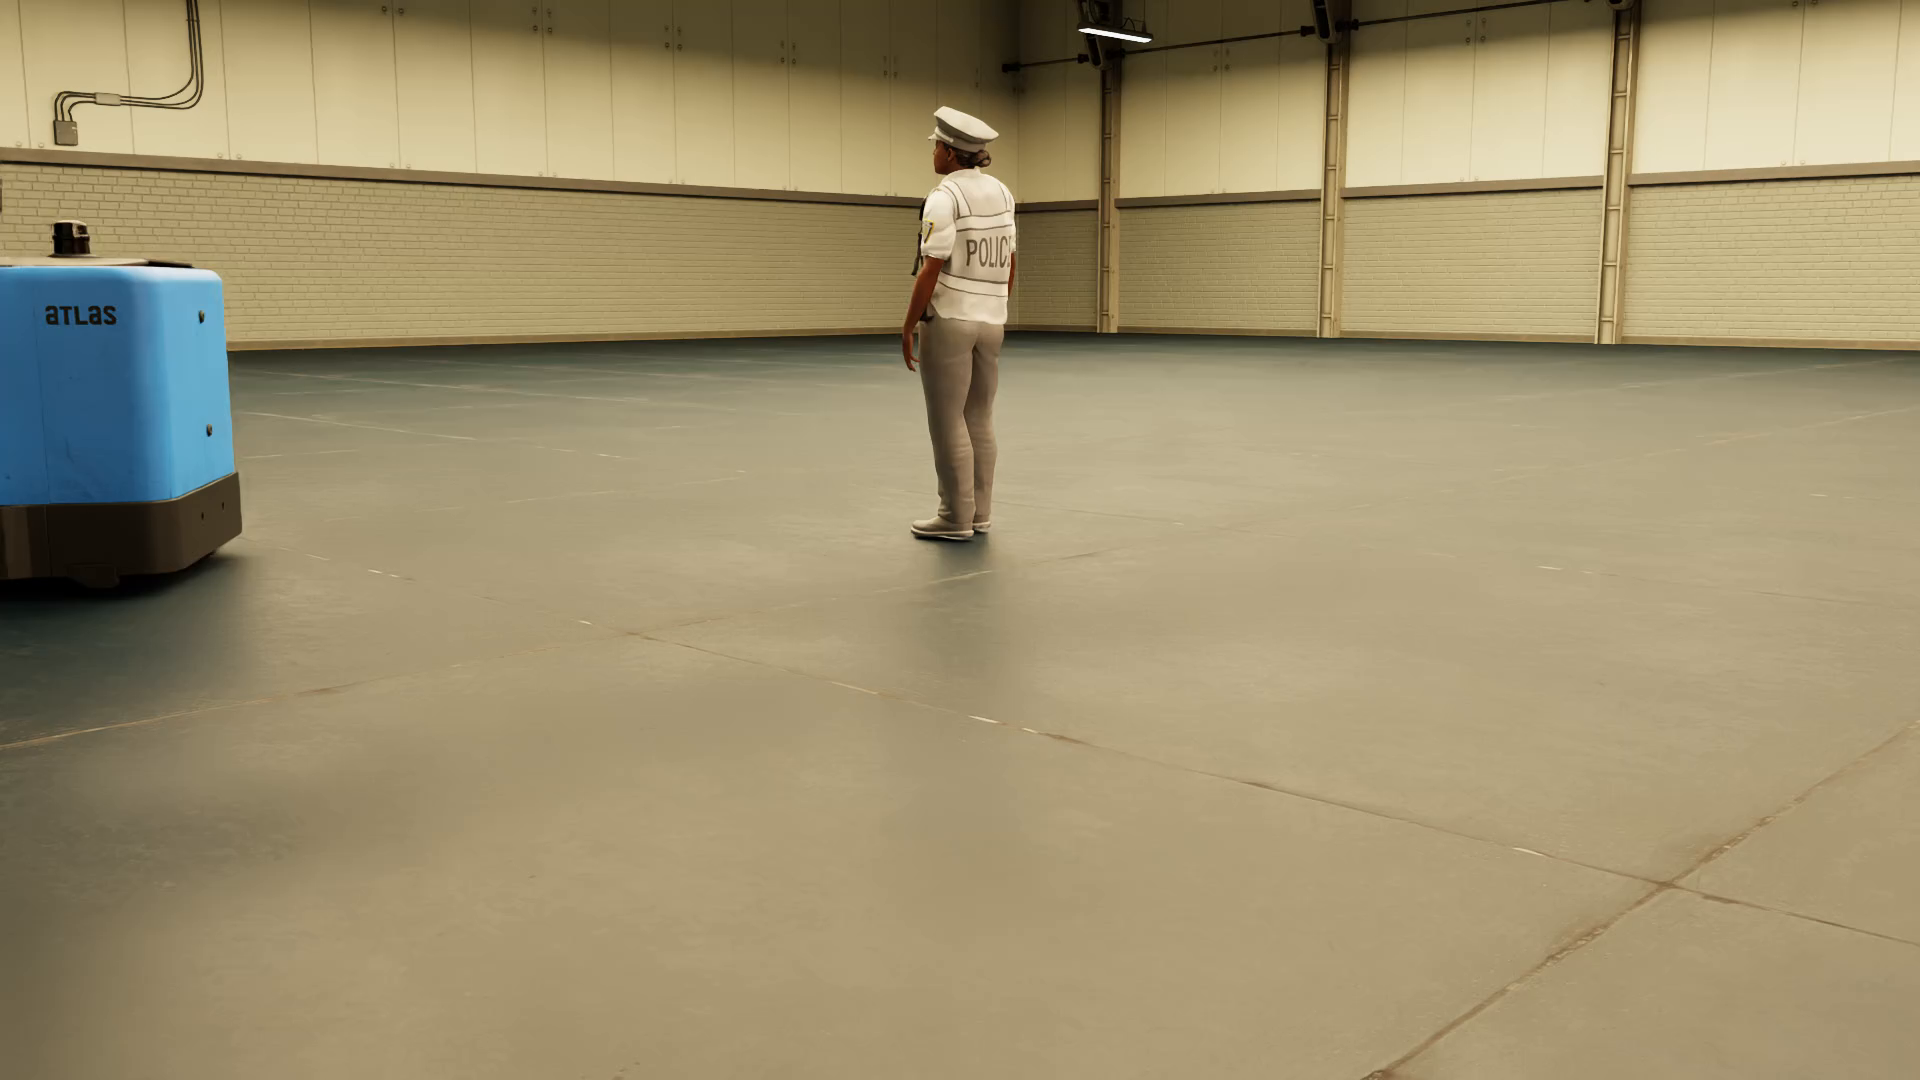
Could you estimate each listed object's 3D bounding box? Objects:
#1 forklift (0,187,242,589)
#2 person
[{"bbox_3d":[-4.174,-1.299,5.502,3.031,2.935,1.130,-2,9,-11],"label":"forklift"},{"bbox_3d":[-0.040,-0.855,6.656,0.530,1.695,0.569,8,12,43],"label":"person"}]
